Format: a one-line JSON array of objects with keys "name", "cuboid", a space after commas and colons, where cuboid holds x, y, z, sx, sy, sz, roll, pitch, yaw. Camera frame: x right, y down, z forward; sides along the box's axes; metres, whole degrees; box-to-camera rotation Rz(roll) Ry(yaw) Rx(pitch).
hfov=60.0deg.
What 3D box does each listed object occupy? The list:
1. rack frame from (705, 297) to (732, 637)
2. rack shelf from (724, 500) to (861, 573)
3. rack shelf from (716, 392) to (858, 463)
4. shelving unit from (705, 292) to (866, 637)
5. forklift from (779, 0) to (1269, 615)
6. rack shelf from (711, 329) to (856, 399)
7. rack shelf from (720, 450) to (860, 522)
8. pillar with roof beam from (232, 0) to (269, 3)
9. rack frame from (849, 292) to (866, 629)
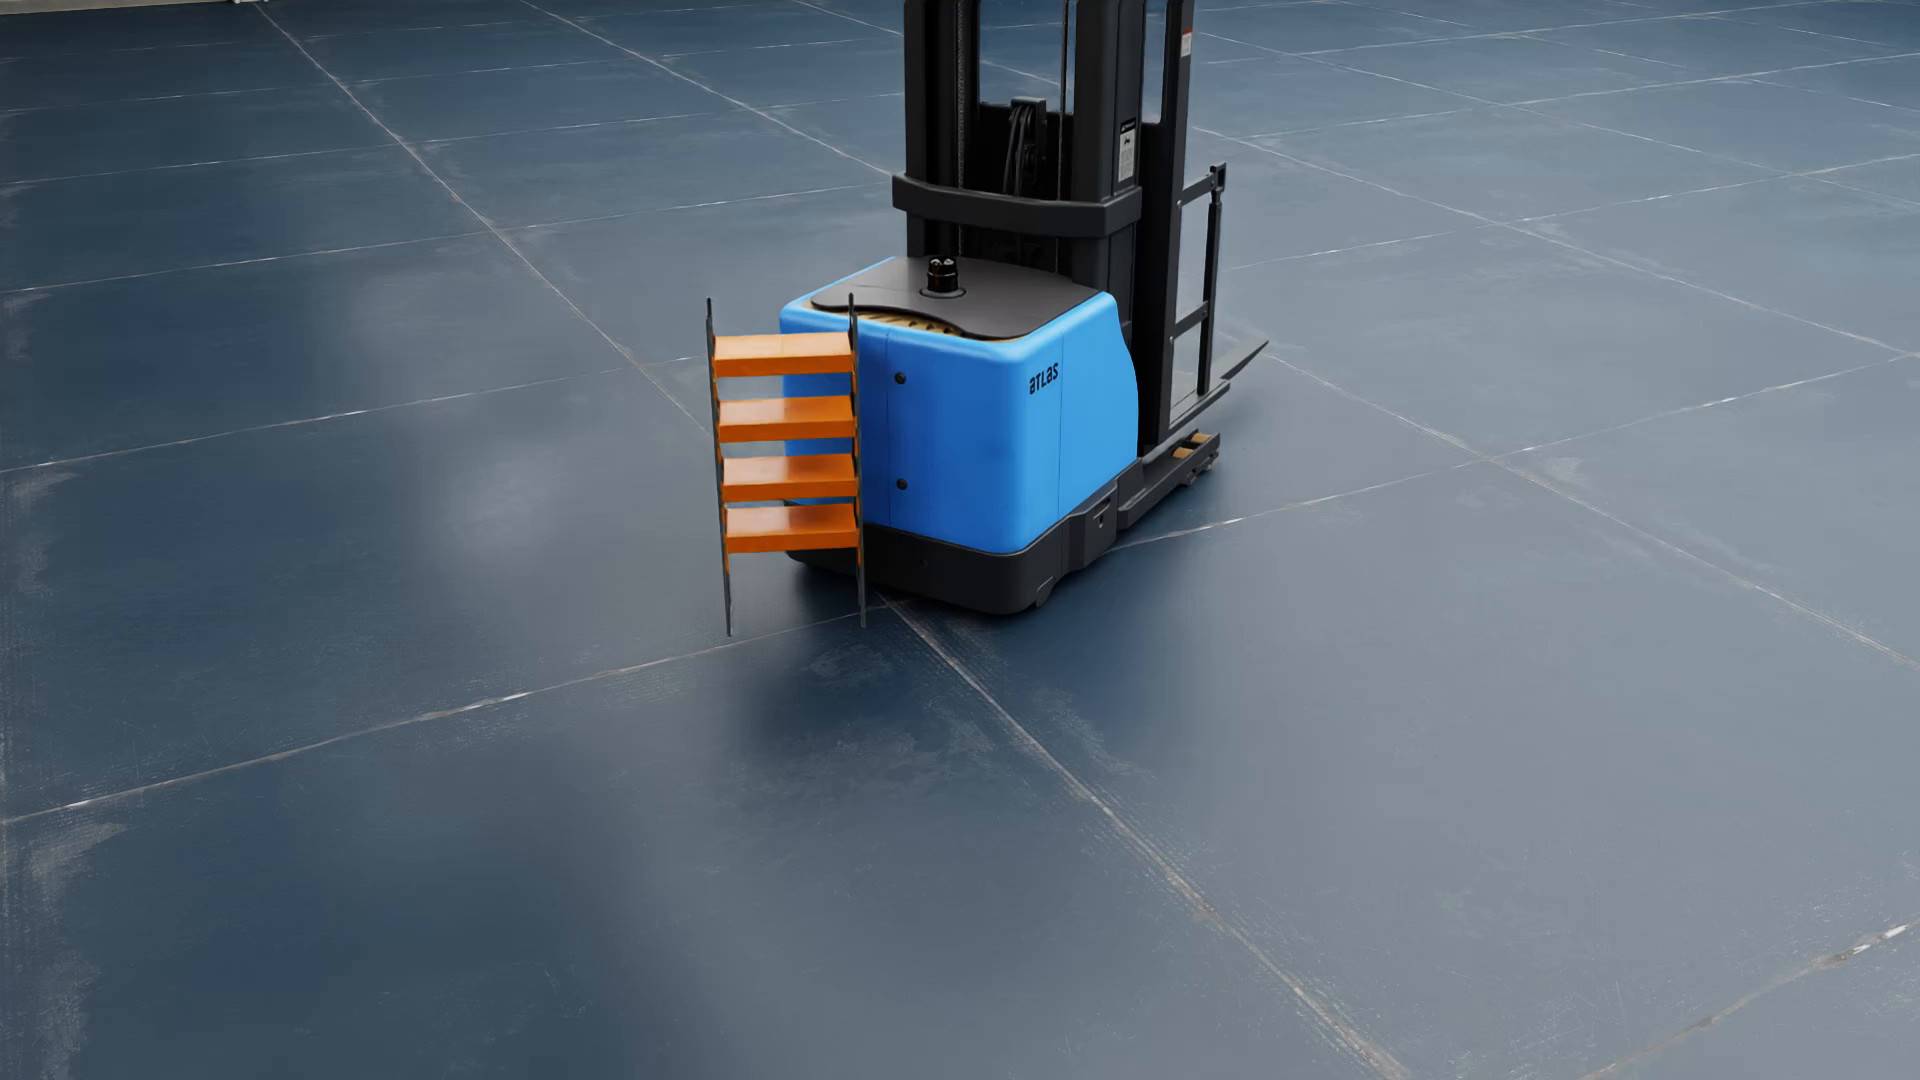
[{"name": "rack frame", "cuboid": [-0.849, -0.242, 5.868, 0.015, 1.200, 0.240, -3, 26, -6]}, {"name": "rack shelf", "cuboid": [-0.607, -0.015, 6.009, 0.480, 0.148, 0.258, -3, 26, -6]}, {"name": "rack shelf", "cuboid": [-0.607, -0.396, 5.827, 0.480, 0.148, 0.258, -3, 26, -6]}, {"name": "shelving unit", "cuboid": [-0.607, -0.255, 5.894, 0.503, 1.200, 0.258, -3, 26, -6]}, {"name": "forklift", "cuboid": [0.501, -1.648, 6.797, 1.130, 2.935, 3.031, 14, 29, 27]}, {"name": "rack shelf", "cuboid": [-0.607, -0.609, 5.724, 0.480, 0.148, 0.258, -3, 26, -6]}, {"name": "rack shelf", "cuboid": [-0.607, -0.194, 5.923, 0.480, 0.148, 0.258, -3, 26, -6]}, {"name": "pillar with roof beam", "cuboid": [-6.856, -9.163, 15.437, 0.400, 9.000, 9.100, -13, 29, -25]}, {"name": "rack frame", "cuboid": [-0.365, -0.267, 5.921, 0.015, 1.200, 0.240, -3, 26, -6]}]
